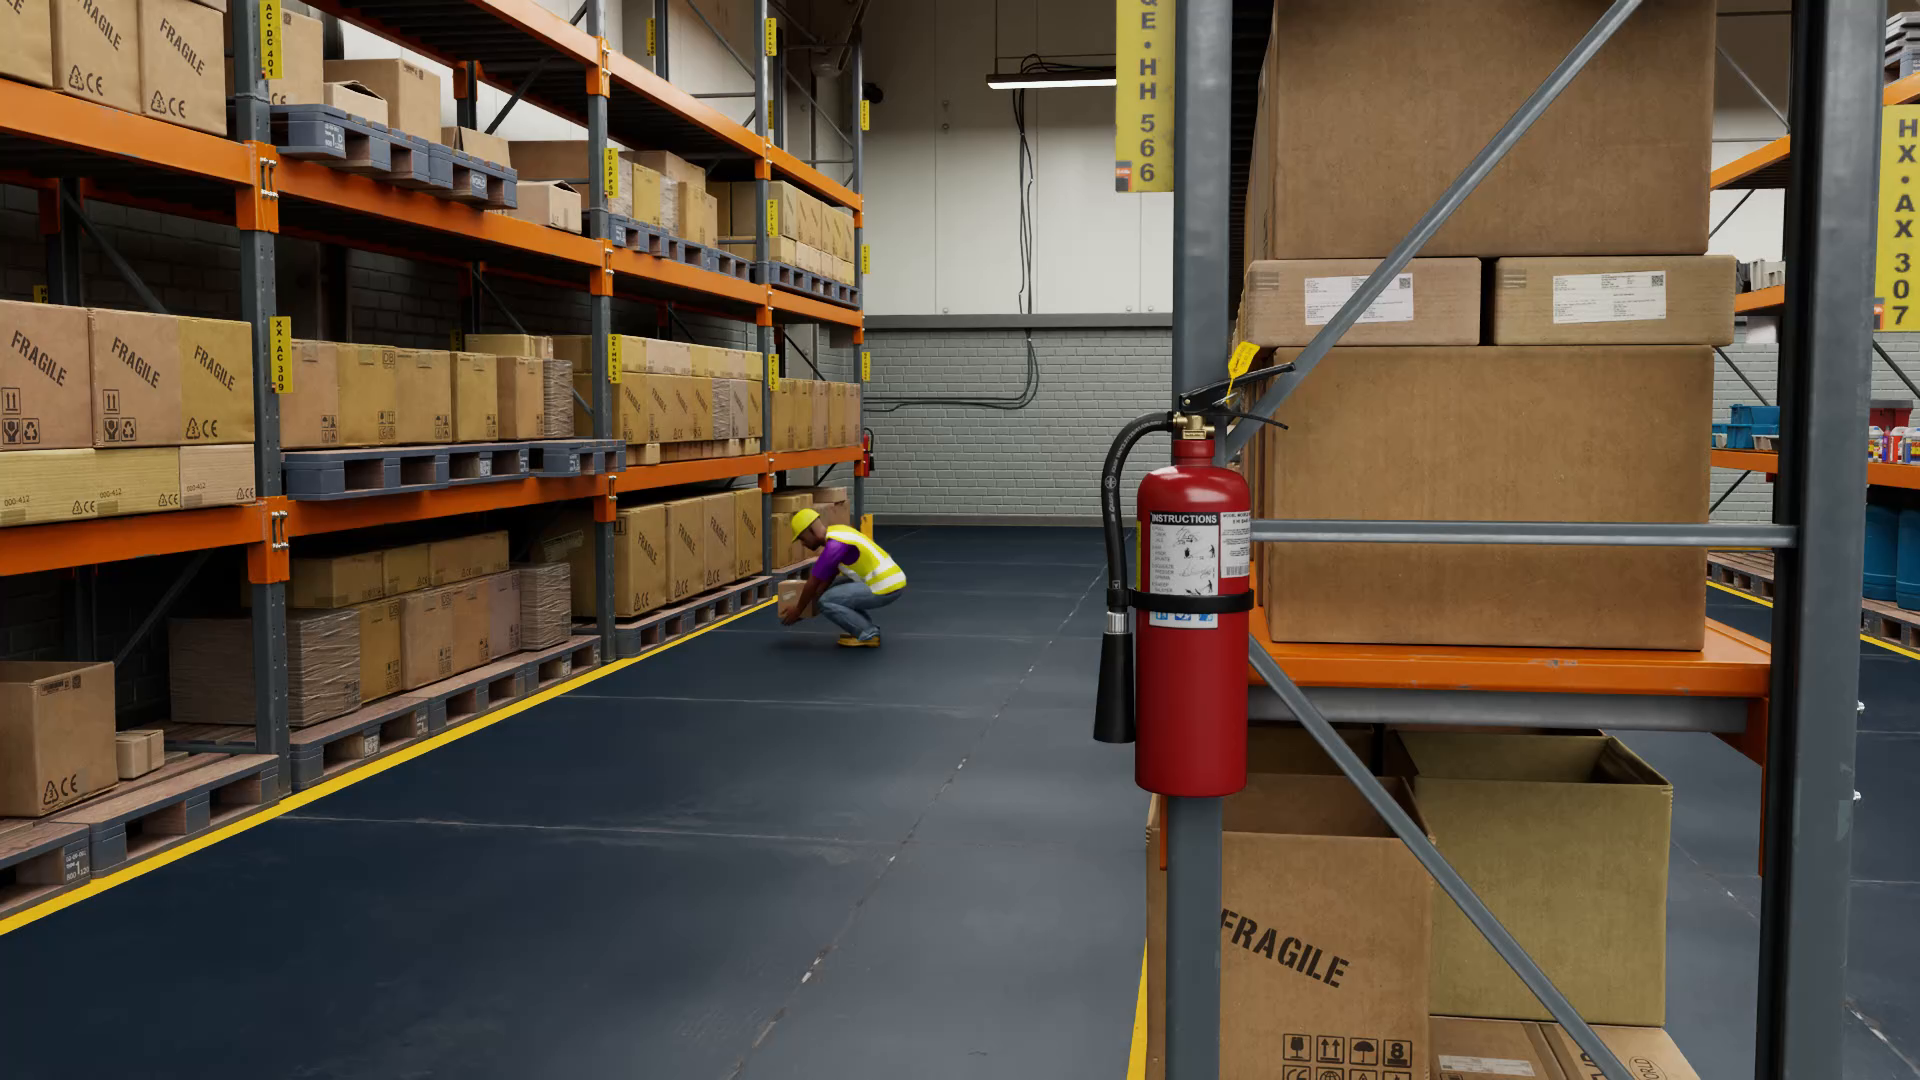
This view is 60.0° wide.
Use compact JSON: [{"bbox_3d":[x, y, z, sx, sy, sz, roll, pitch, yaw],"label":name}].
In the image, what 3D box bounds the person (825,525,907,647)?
[{"bbox_3d":[7.217,-0.379,6.174,18.010,3.200,9.548,1,4,9],"label":"person"}]
